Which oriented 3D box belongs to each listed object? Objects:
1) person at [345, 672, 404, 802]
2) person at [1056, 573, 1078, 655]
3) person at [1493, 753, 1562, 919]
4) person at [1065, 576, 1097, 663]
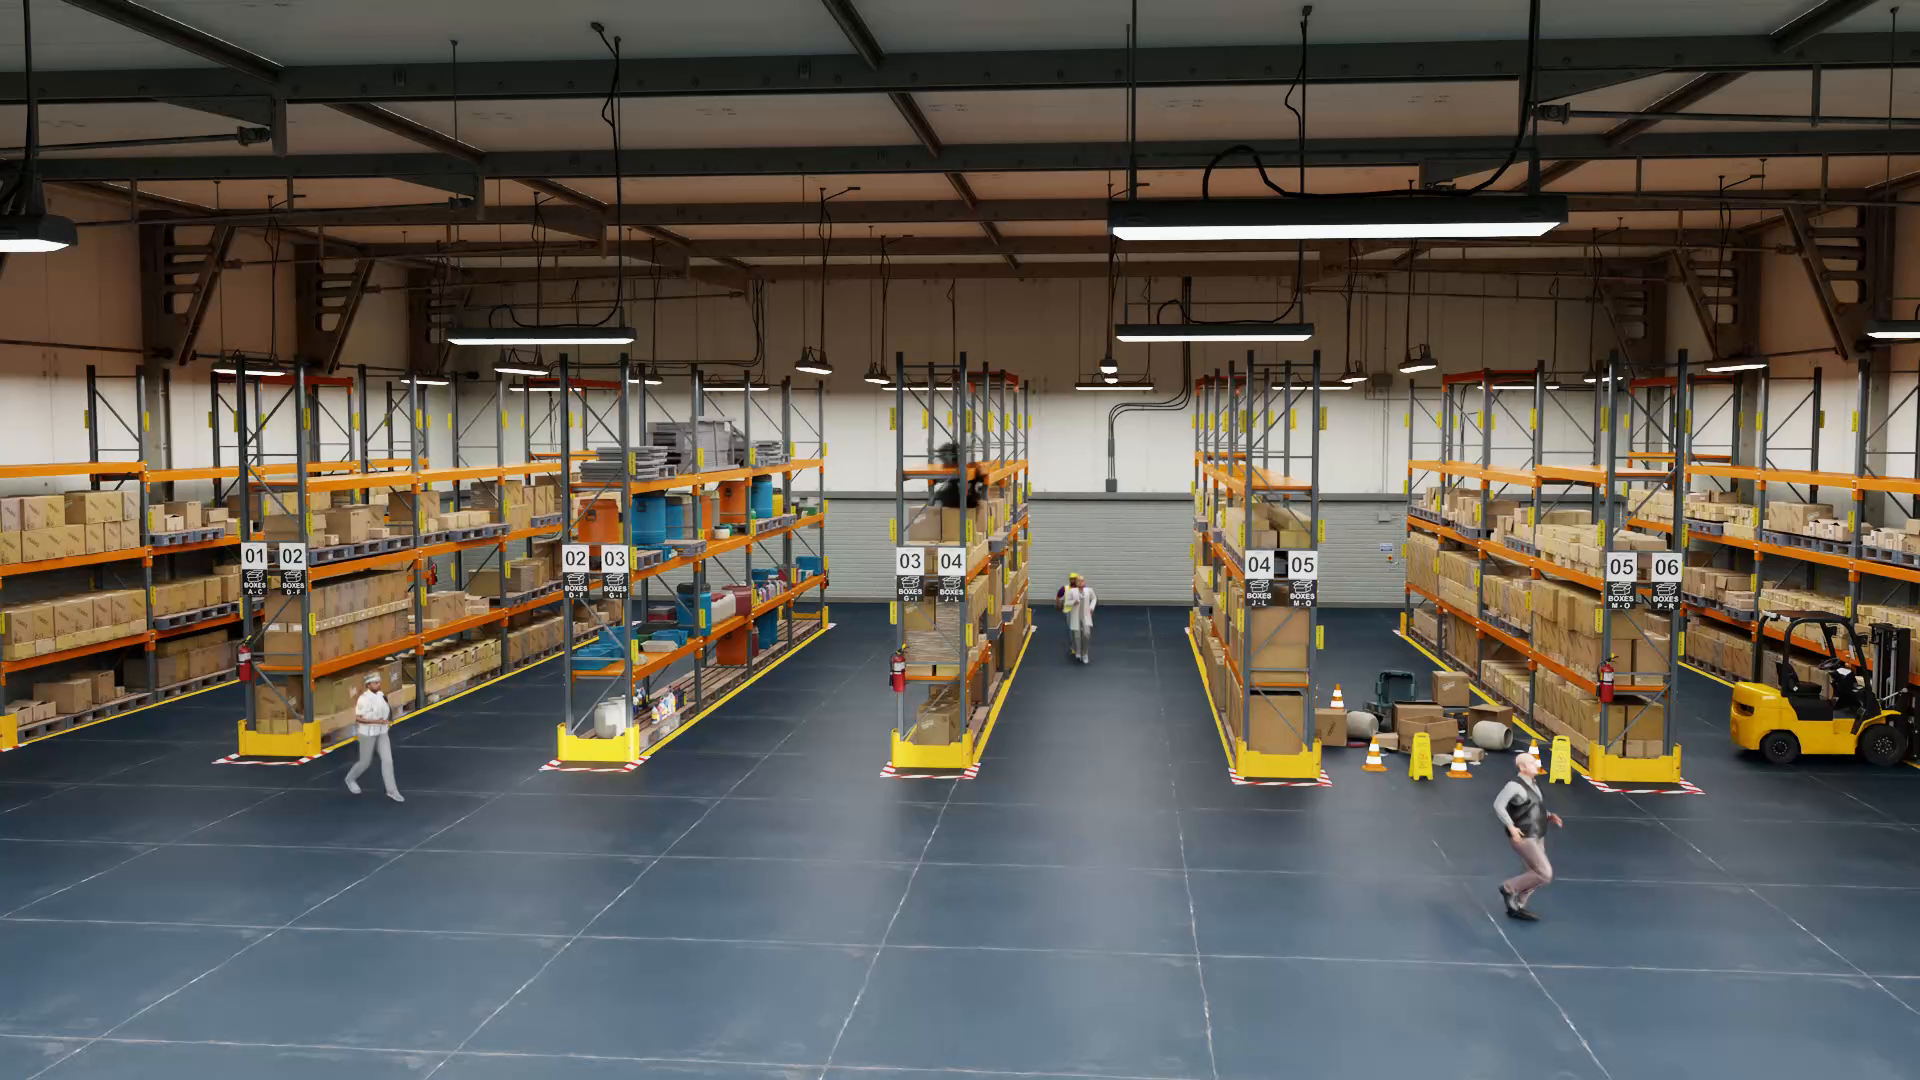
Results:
[{"bbox_3d":[-7.754,2.583,21.957,0.938,1.696,0.596,2,5,28],"label":"person"},{"bbox_3d":[2.431,1.577,35.933,0.731,1.739,0.891,0,4,4],"label":"person"},{"bbox_3d":[5.724,2.979,16.658,0.572,1.674,0.658,4,5,41],"label":"person"},{"bbox_3d":[2.521,1.662,34.656,0.679,1.831,0.771,0,4,0],"label":"person"}]
